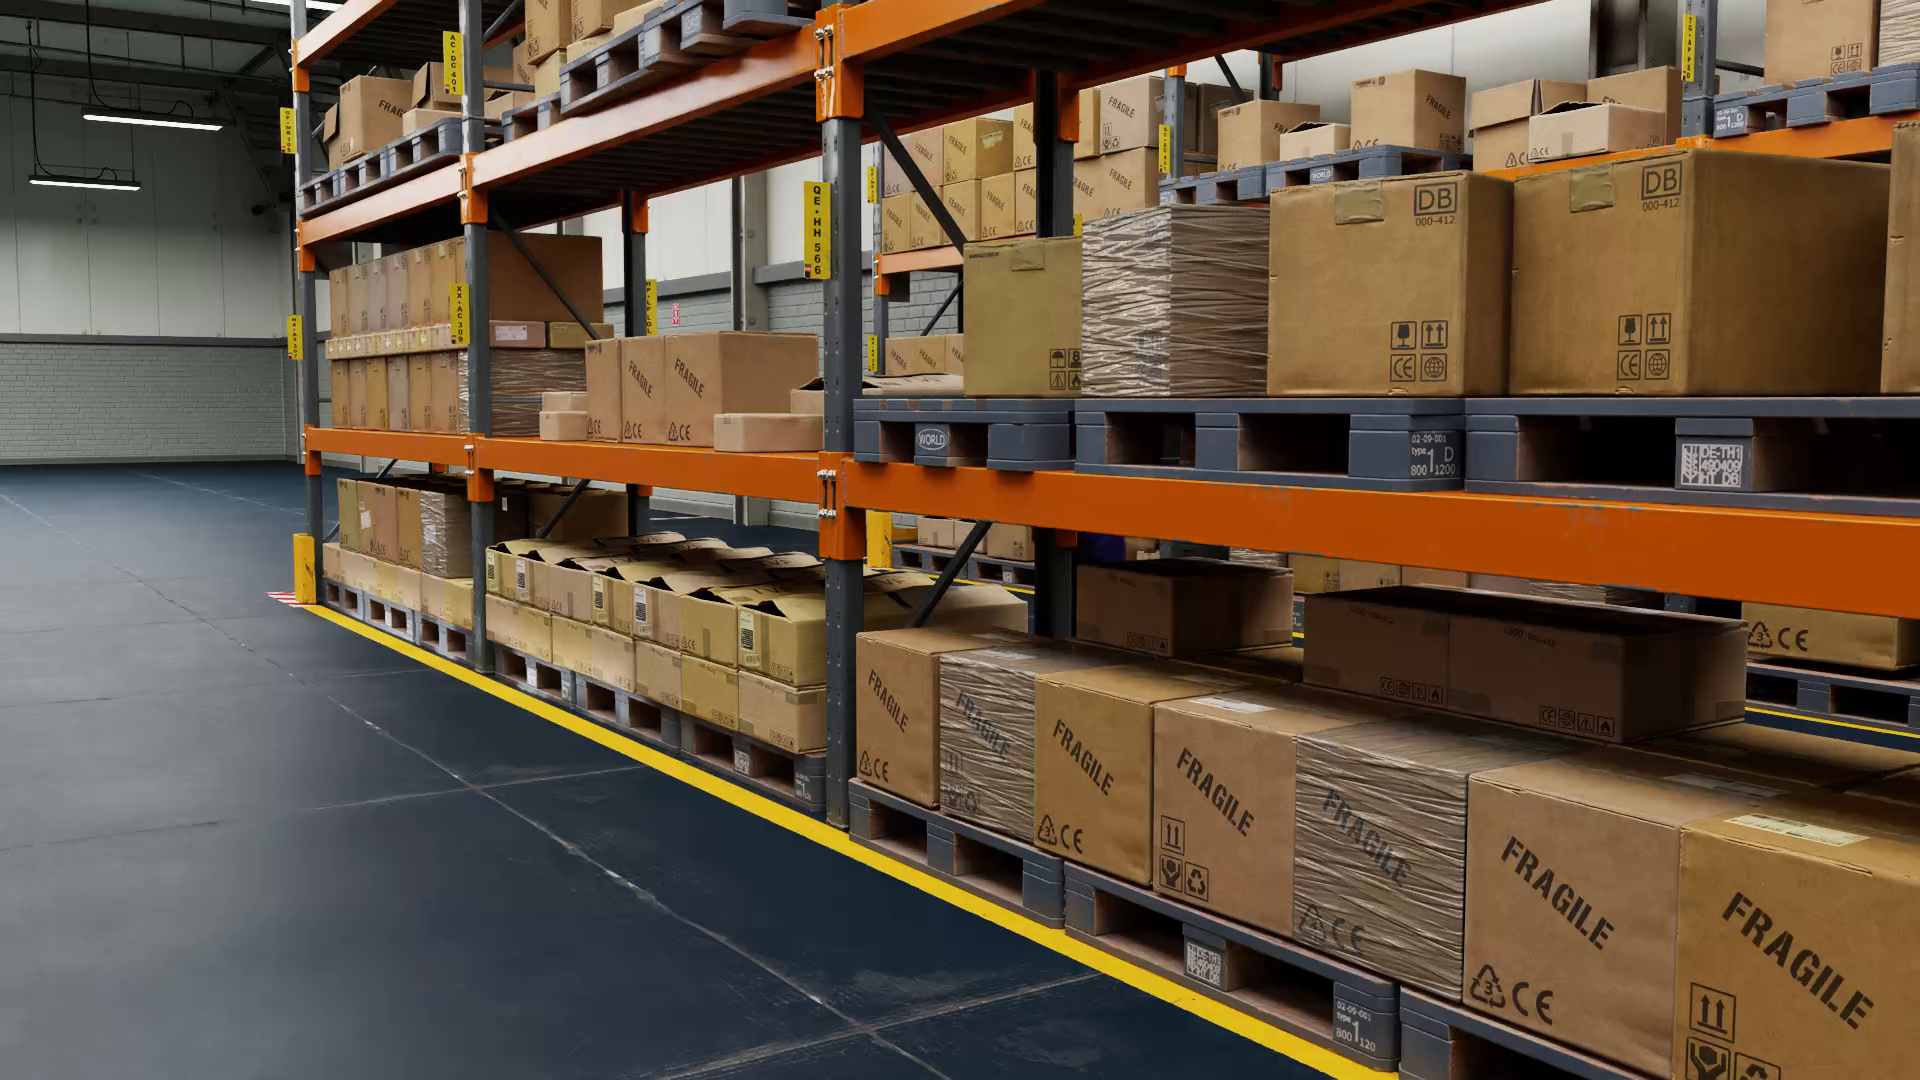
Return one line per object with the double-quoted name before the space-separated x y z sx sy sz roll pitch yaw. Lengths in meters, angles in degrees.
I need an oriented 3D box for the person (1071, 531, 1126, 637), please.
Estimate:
"person" 0.733 -0.077 9.027 0.437 1.656 0.502 -3 6 -35
